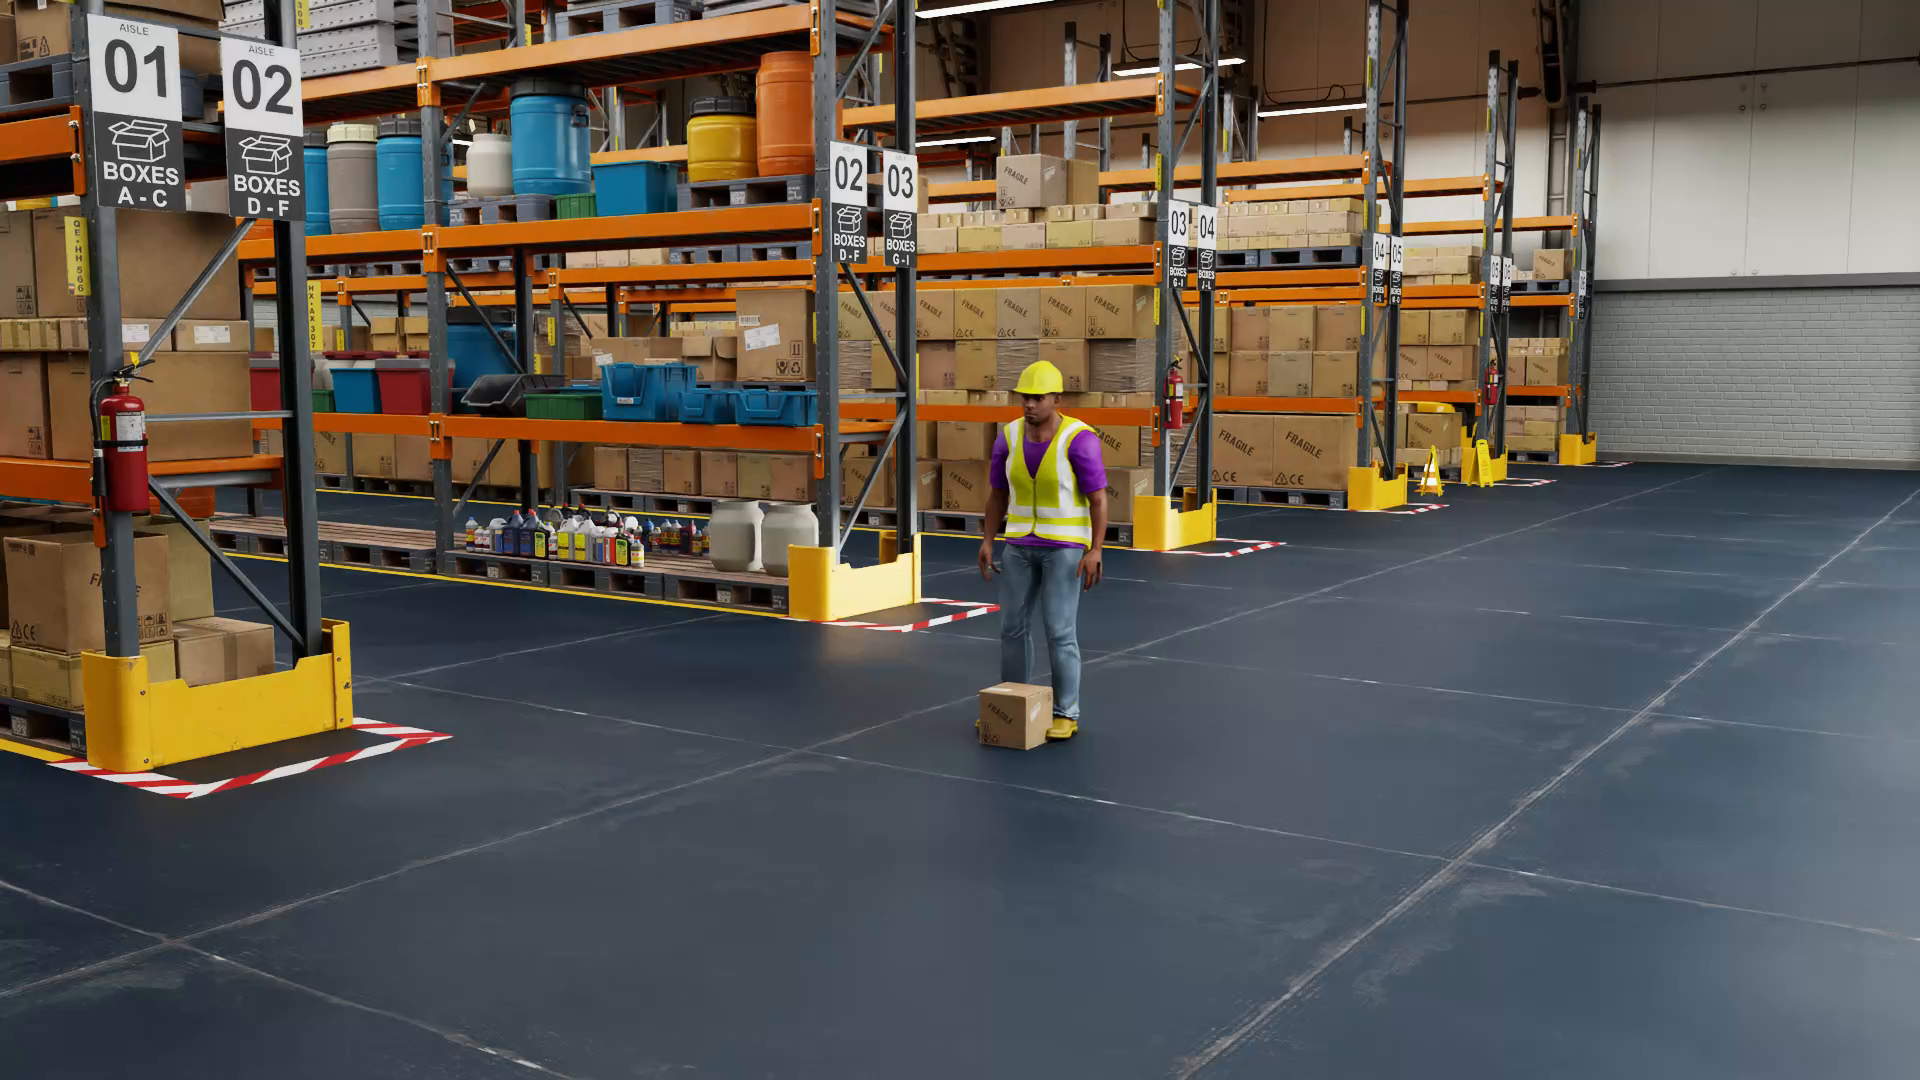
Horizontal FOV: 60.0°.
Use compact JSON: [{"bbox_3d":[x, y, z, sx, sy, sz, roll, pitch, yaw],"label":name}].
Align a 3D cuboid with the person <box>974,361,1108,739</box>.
[{"bbox_3d":[0.383,0.043,7.805,0.637,1.761,0.456,4,7,31],"label":"person"}]
